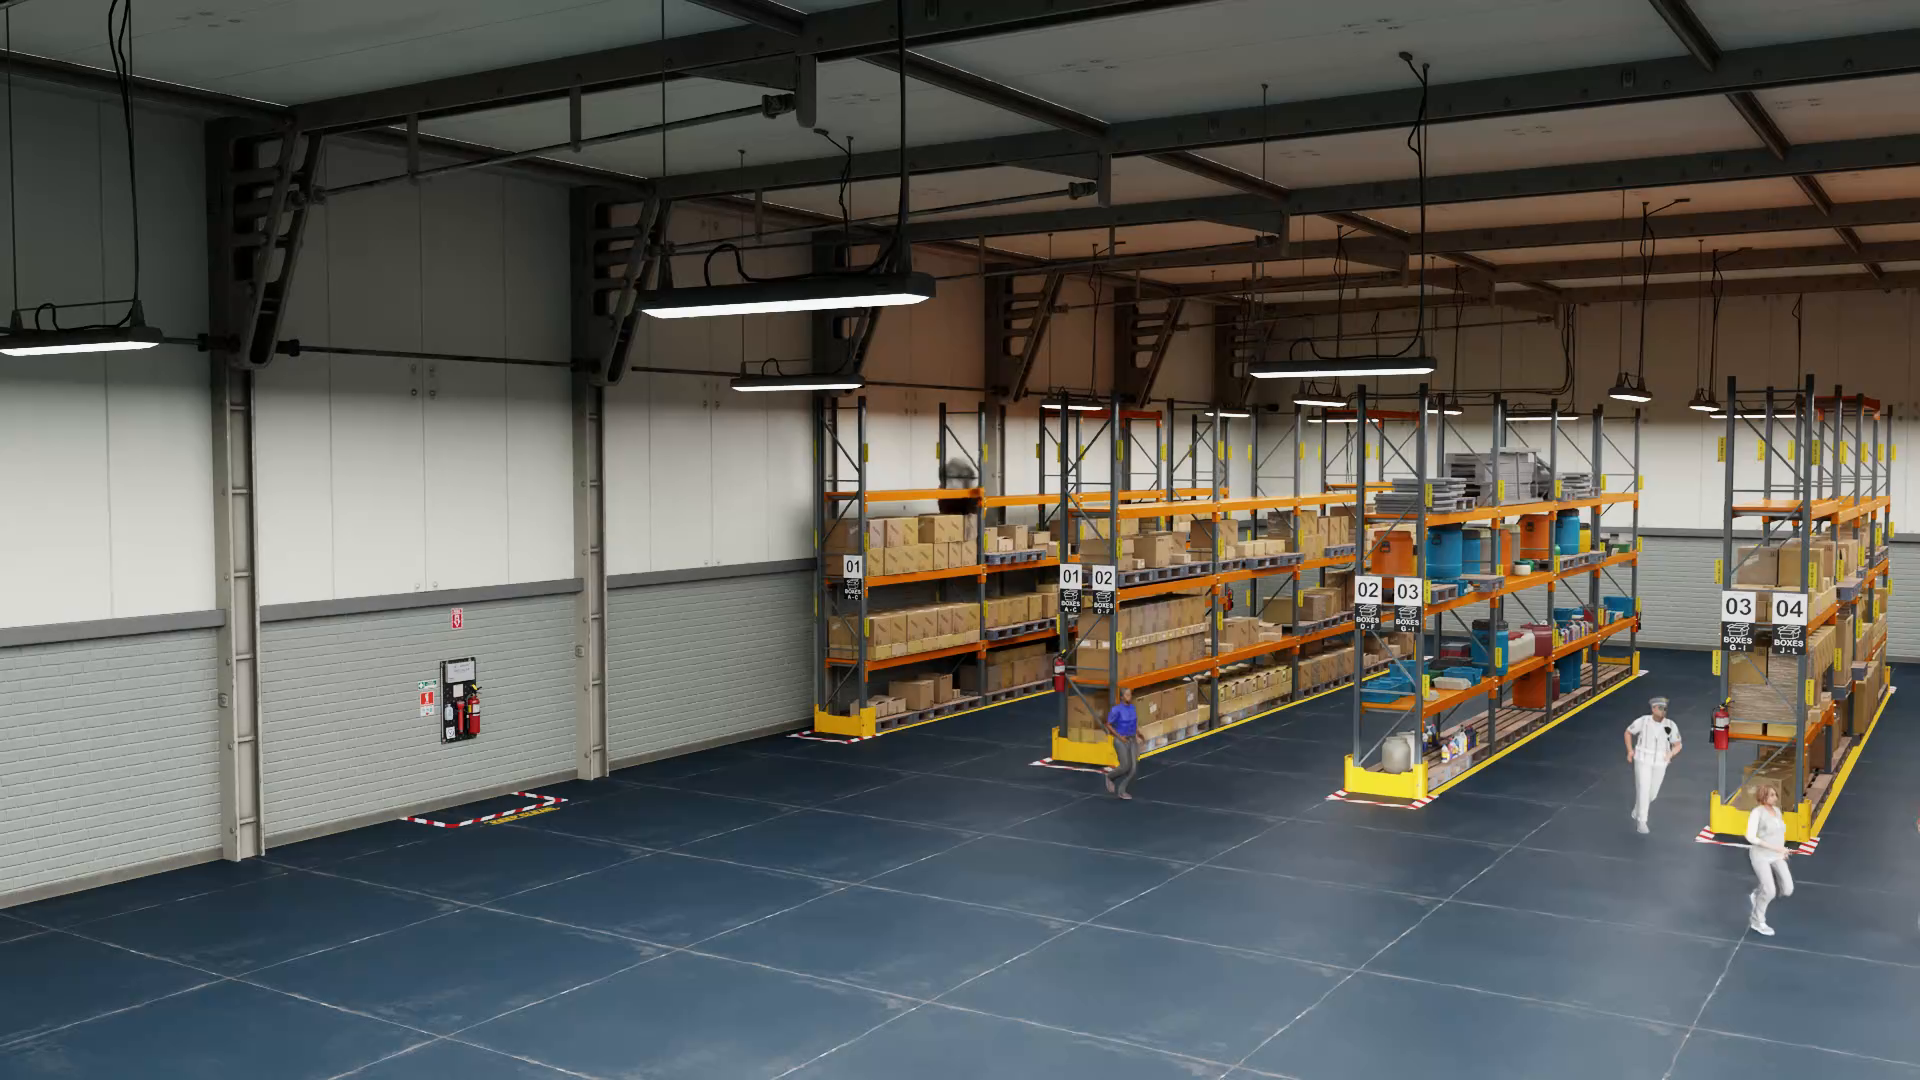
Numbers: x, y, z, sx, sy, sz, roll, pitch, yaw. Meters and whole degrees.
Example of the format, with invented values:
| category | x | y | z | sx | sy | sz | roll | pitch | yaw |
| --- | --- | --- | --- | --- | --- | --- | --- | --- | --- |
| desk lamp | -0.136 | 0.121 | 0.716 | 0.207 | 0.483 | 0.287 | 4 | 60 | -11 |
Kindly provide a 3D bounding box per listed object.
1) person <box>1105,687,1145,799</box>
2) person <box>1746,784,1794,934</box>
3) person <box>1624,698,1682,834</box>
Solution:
| category | x | y | z | sx | sy | sz | roll | pitch | yaw |
| --- | --- | --- | --- | --- | --- | --- | --- | --- | --- |
| person | 2.382 | 2.933 | 24.053 | 0.556 | 1.609 | 0.549 | -2 | 4 | -38 |
| person | 8.411 | 3.325 | 17.285 | 0.534 | 1.549 | 0.540 | -1 | 3 | -24 |
| person | 9.252 | 2.974 | 22.190 | 0.688 | 1.775 | 0.814 | 0 | 3 | 9 |
